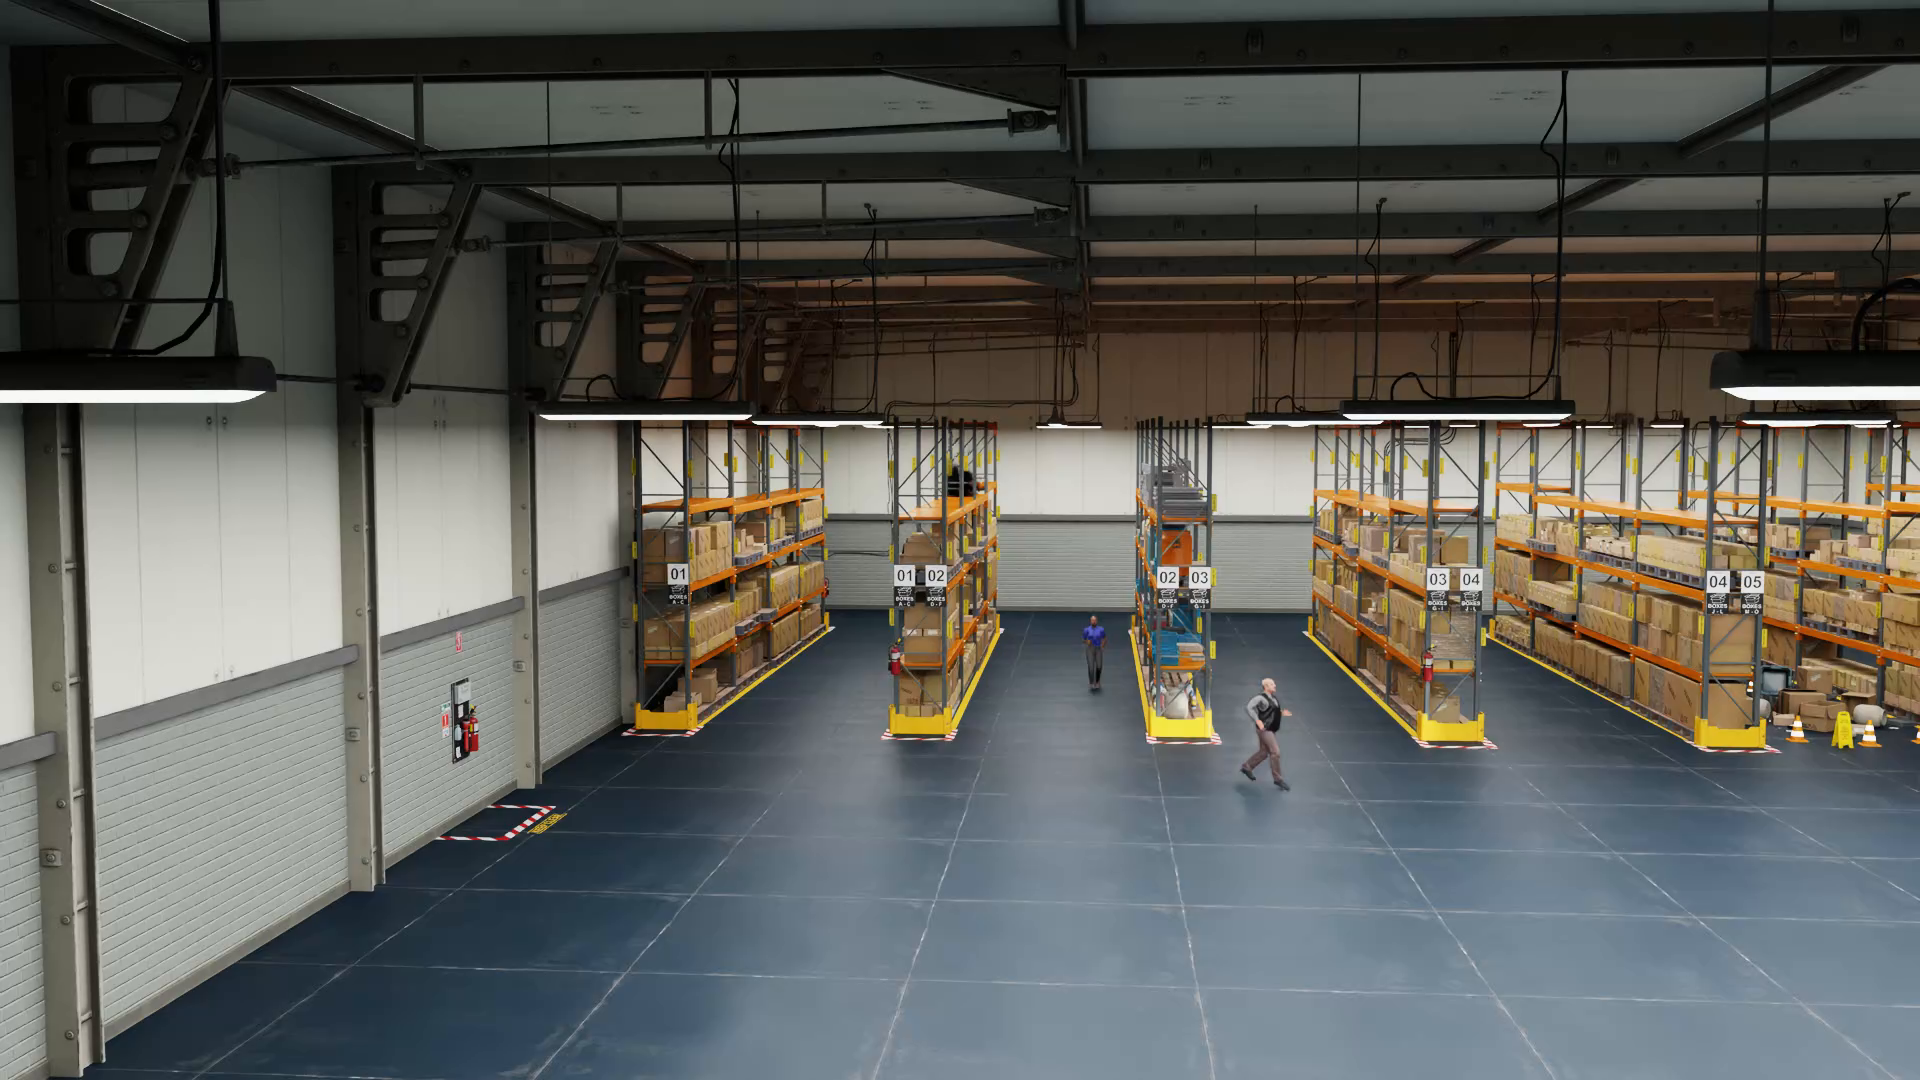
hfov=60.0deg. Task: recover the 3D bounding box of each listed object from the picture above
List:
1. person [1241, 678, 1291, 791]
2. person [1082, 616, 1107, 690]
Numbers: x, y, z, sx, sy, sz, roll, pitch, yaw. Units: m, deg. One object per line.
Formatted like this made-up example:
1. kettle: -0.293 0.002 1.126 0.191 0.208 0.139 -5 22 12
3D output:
1. person: 4.940 3.143 26.793 0.898 1.683 0.652 2 4 31
2. person: 2.984 2.511 36.801 0.557 1.644 0.628 0 4 2
